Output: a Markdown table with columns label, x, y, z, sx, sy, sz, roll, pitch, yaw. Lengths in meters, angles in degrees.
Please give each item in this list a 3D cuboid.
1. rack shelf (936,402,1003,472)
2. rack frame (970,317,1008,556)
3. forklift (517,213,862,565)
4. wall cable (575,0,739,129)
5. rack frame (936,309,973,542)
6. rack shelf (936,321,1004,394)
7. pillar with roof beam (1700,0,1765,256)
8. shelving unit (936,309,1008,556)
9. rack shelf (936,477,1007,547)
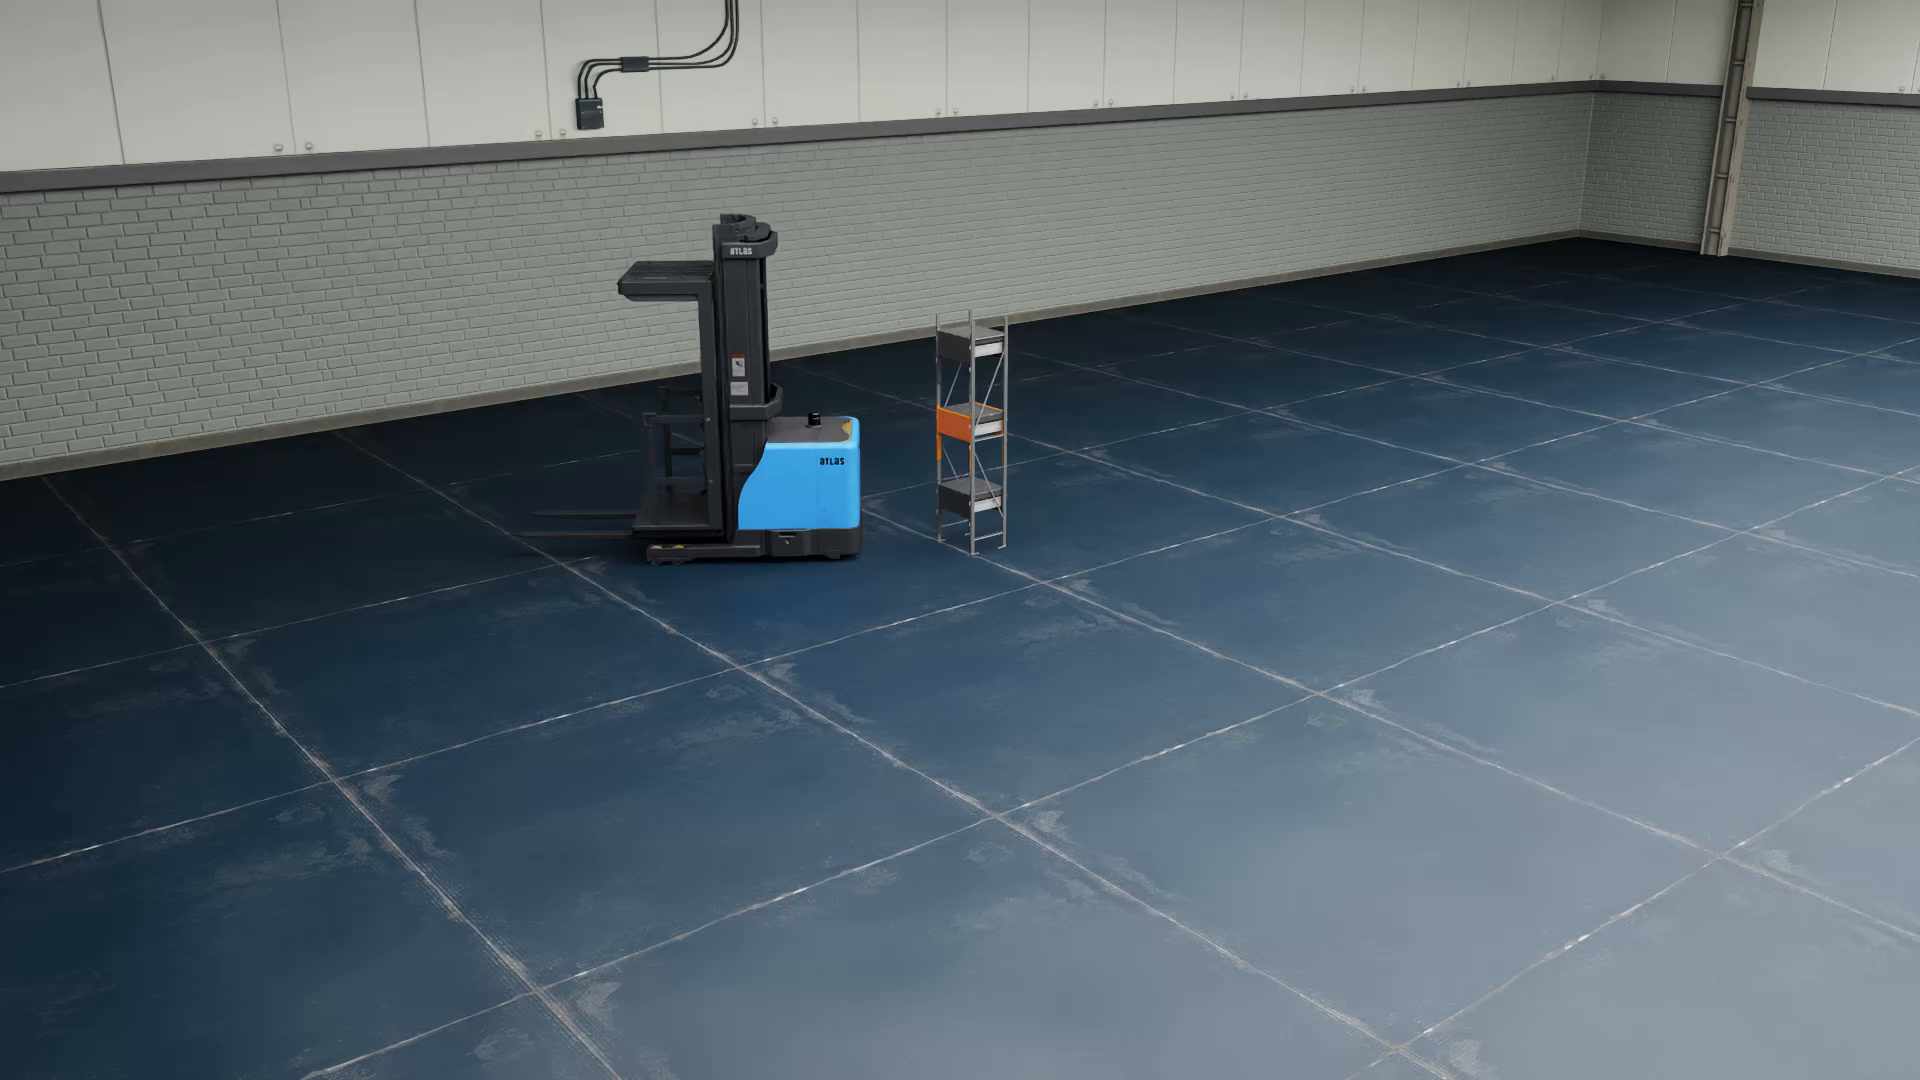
| label | x | y | z | sx | sy | sz | roll | pitch | yaw |
| --- | --- | --- | --- | --- | --- | --- | --- | --- | --- |
| rack shelf | 0.103 | -0.943 | 14.801 | 0.431 | 0.518 | 0.480 | -14 | 23 | -36 |
| rack frame | 0.254 | -0.896 | 14.615 | 0.400 | 2.100 | 0.015 | -14 | 23 | -36 |
| forklift | -2.409 | -1.344 | 14.645 | 3.031 | 2.935 | 1.130 | -1 | 18 | -2 |
| wall cable | -3.666 | -8.015 | 19.730 | 2.305 | 6.003 | 0.169 | -14 | 23 | -36 |
| rack frame | -0.049 | -1.016 | 14.978 | 0.400 | 2.100 | 0.015 | -14 | 23 | -36 |
| rack shelf | 0.103 | -1.608 | 14.581 | 0.431 | 0.518 | 0.480 | -14 | 23 | -36 |
| pillar with roof beam | 10.992 | -8.875 | 27.738 | 9.100 | 9.000 | 0.400 | -14 | 23 | -36 |
| shelving unit | 0.103 | -0.956 | 14.797 | 0.431 | 2.100 | 0.503 | -14 | 23 | -36 |
| rack shelf | 0.103 | -0.279 | 15.021 | 0.431 | 0.518 | 0.480 | -14 | 23 | -36 |
